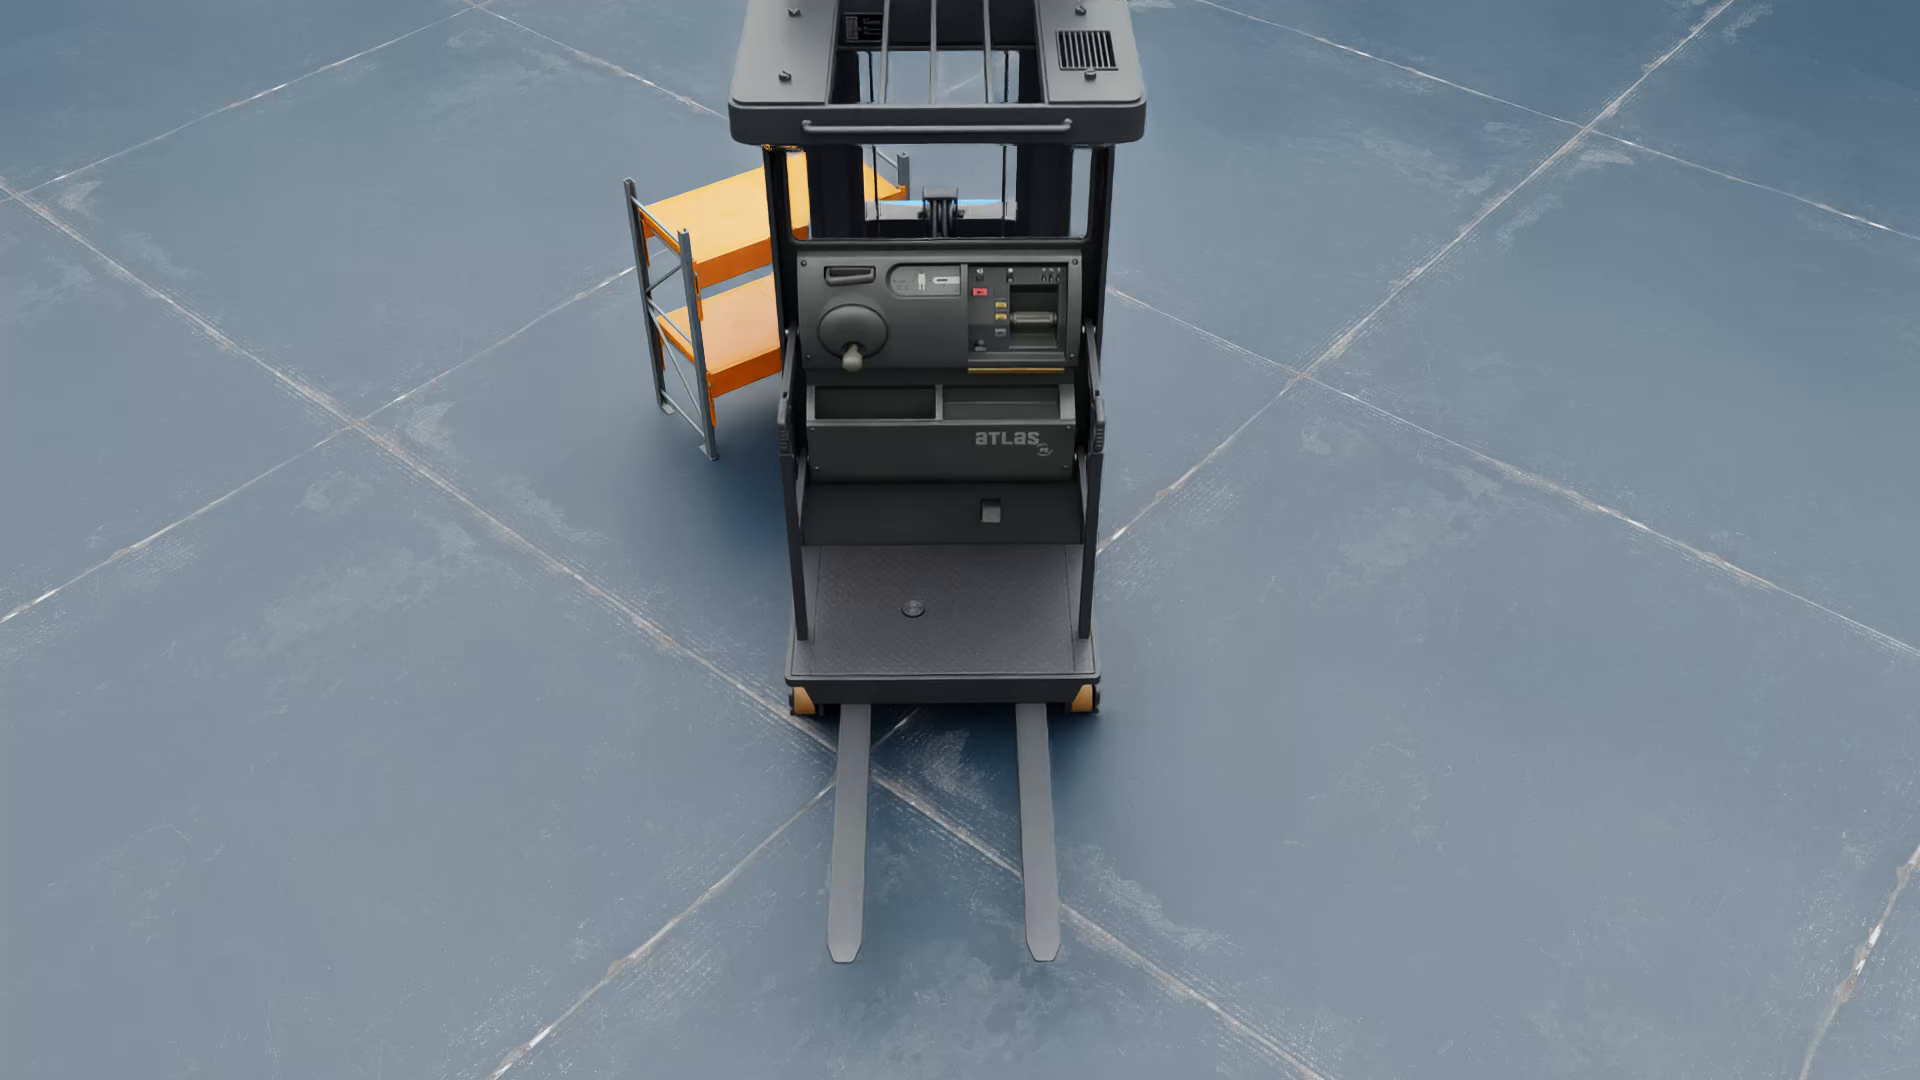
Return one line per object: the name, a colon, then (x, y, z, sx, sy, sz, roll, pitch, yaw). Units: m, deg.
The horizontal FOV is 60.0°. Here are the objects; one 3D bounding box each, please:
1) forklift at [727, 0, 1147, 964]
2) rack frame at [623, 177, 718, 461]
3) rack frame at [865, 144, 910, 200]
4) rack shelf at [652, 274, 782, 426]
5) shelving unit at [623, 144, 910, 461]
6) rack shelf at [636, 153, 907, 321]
forklift: (-0.062, -0.665, 5.303, 1.130, 2.935, 3.031, 0, 42, 0)
rack frame: (-1.195, -0.898, 6.902, 0.032, 1.125, 0.500, -25, 48, -25)
rack frame: (-0.365, -1.293, 7.336, 0.032, 1.125, 0.500, -25, 48, -25)
rack shelf: (-0.780, -0.915, 7.283, 1.000, 0.278, 0.538, -25, 48, -25)
shelving unit: (-0.780, -1.096, 7.119, 1.048, 1.125, 0.538, -25, 48, -25)
rack shelf: (-0.780, -1.312, 6.922, 1.000, 0.278, 0.538, -25, 48, -25)
